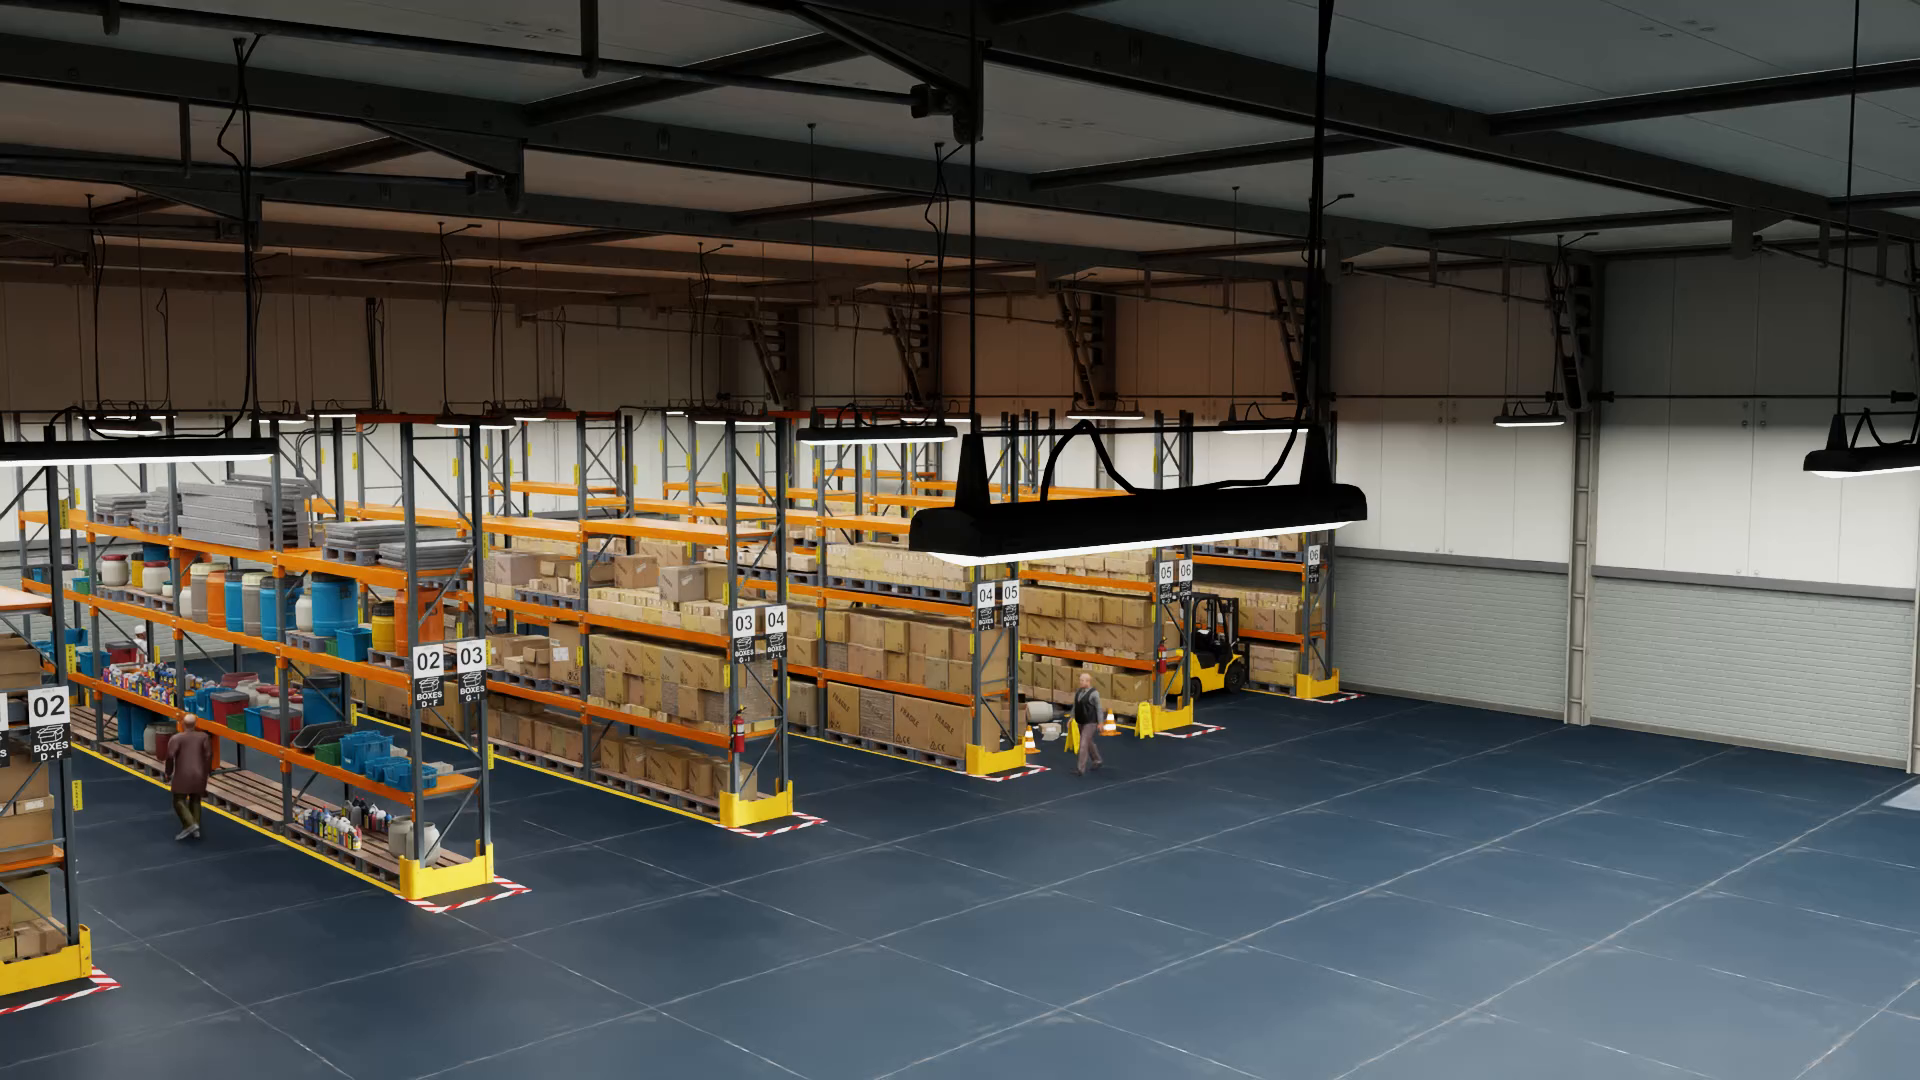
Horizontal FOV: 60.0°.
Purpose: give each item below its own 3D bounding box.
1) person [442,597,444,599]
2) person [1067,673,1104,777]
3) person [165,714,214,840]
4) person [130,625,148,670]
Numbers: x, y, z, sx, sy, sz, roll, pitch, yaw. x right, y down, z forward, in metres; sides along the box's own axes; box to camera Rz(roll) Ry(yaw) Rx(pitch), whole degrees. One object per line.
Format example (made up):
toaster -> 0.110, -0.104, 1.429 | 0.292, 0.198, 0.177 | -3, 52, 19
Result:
person -> -12.358, 2.073, 39.509 | 0.476, 1.627, 0.911 | -2, 5, -25
person -> 2.093, 3.075, 27.843 | 0.886, 1.702, 0.547 | -3, 6, -29
person -> -10.973, 3.394, 23.784 | 0.632, 1.752, 0.703 | -5, 7, -43
person -> -16.277, 2.600, 32.956 | 0.530, 1.813, 0.581 | 1, 5, 13
